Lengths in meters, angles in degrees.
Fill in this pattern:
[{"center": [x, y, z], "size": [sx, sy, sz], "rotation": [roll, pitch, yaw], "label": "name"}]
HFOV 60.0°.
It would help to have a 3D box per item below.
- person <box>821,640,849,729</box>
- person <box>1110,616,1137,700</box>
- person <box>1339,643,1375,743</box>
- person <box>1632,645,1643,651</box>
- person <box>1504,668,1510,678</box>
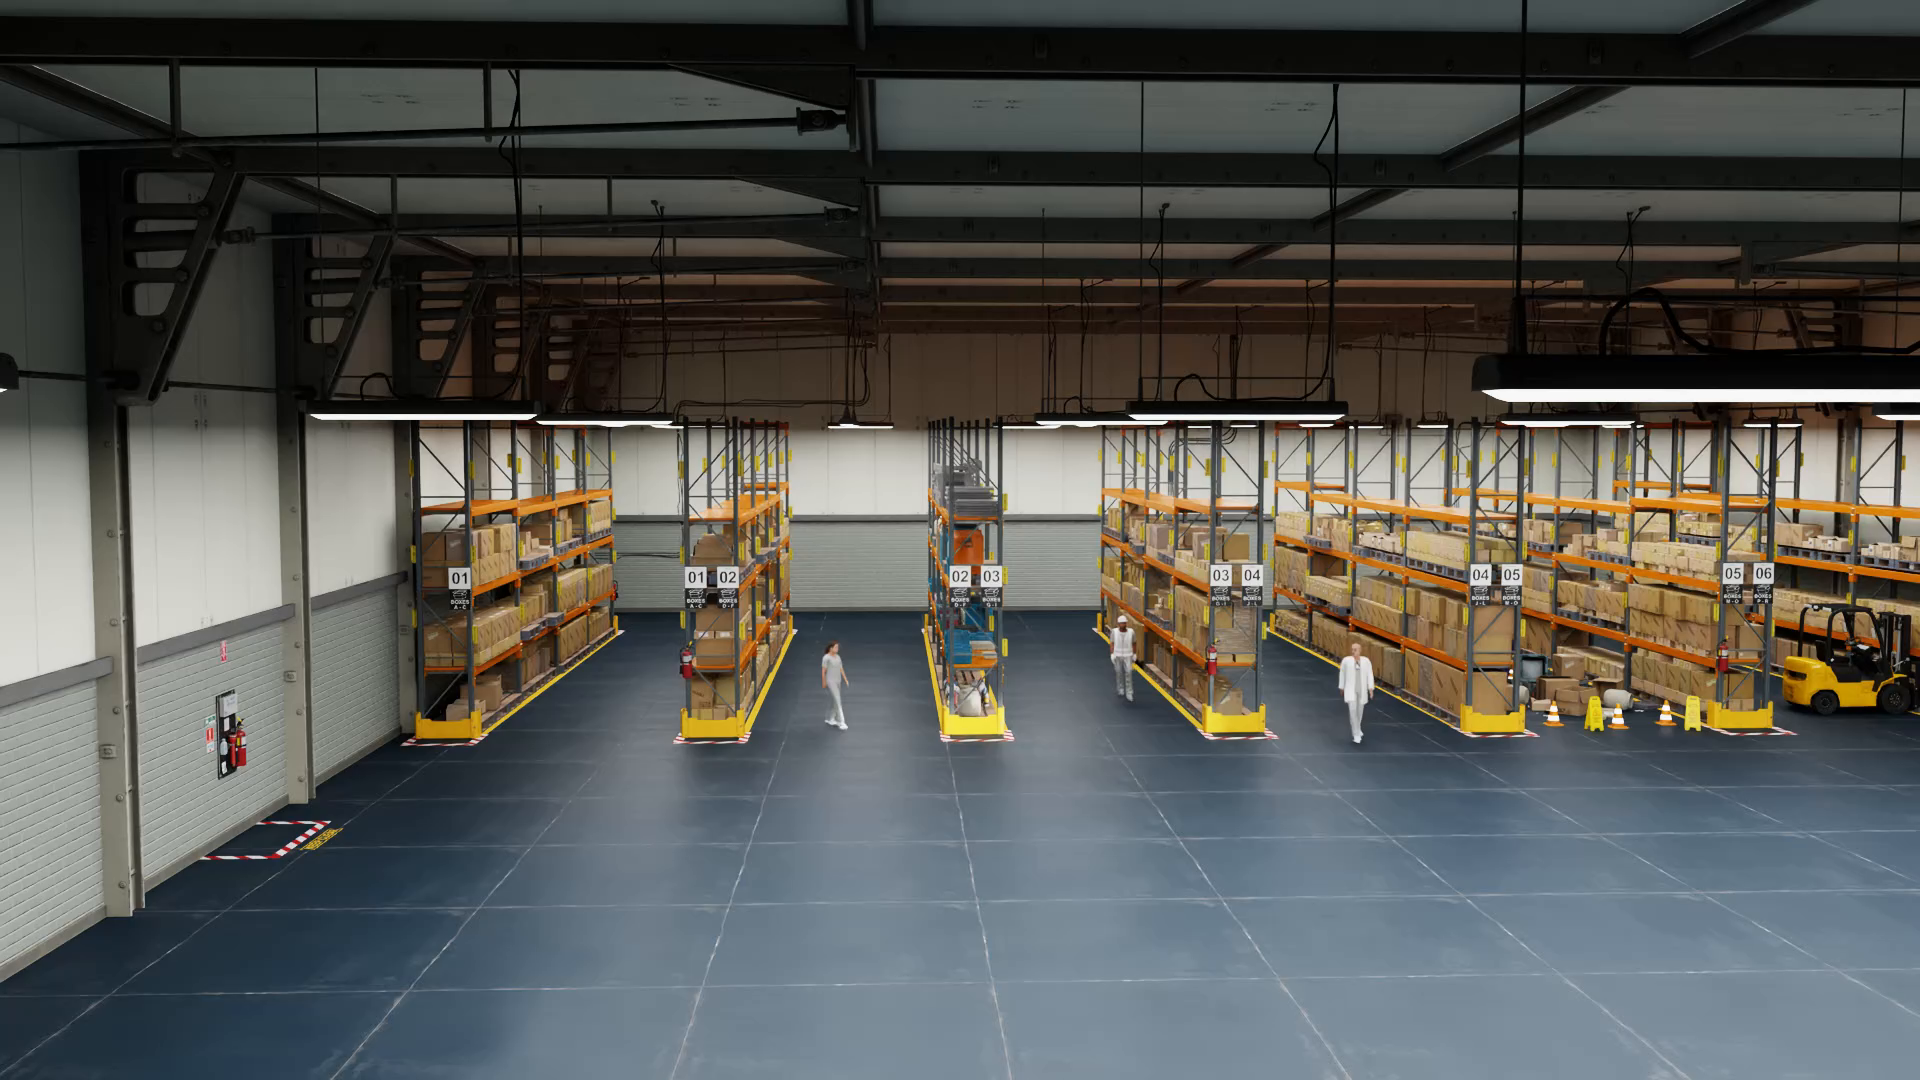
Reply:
[{"center": [-2.374, 2.799, 32.315], "size": [0.773, 1.680, 0.466], "rotation": [3, 5, 37], "label": "person"}, {"center": [3.492, 2.495, 35.660], "size": [0.570, 1.743, 0.901], "rotation": [1, 4, 11], "label": "person"}, {"center": [7.394, 2.838, 30.948], "size": [0.593, 1.828, 0.814], "rotation": [0, 4, -1], "label": "person"}, {"center": [17.677, 2.015, 43.466], "size": [0.673, 1.730, 1.123], "rotation": [1, 4, 19], "label": "person"}, {"center": [12.510, 2.429, 38.355], "size": [0.498, 1.687, 0.626], "rotation": [-1, 4, -11], "label": "person"}]
